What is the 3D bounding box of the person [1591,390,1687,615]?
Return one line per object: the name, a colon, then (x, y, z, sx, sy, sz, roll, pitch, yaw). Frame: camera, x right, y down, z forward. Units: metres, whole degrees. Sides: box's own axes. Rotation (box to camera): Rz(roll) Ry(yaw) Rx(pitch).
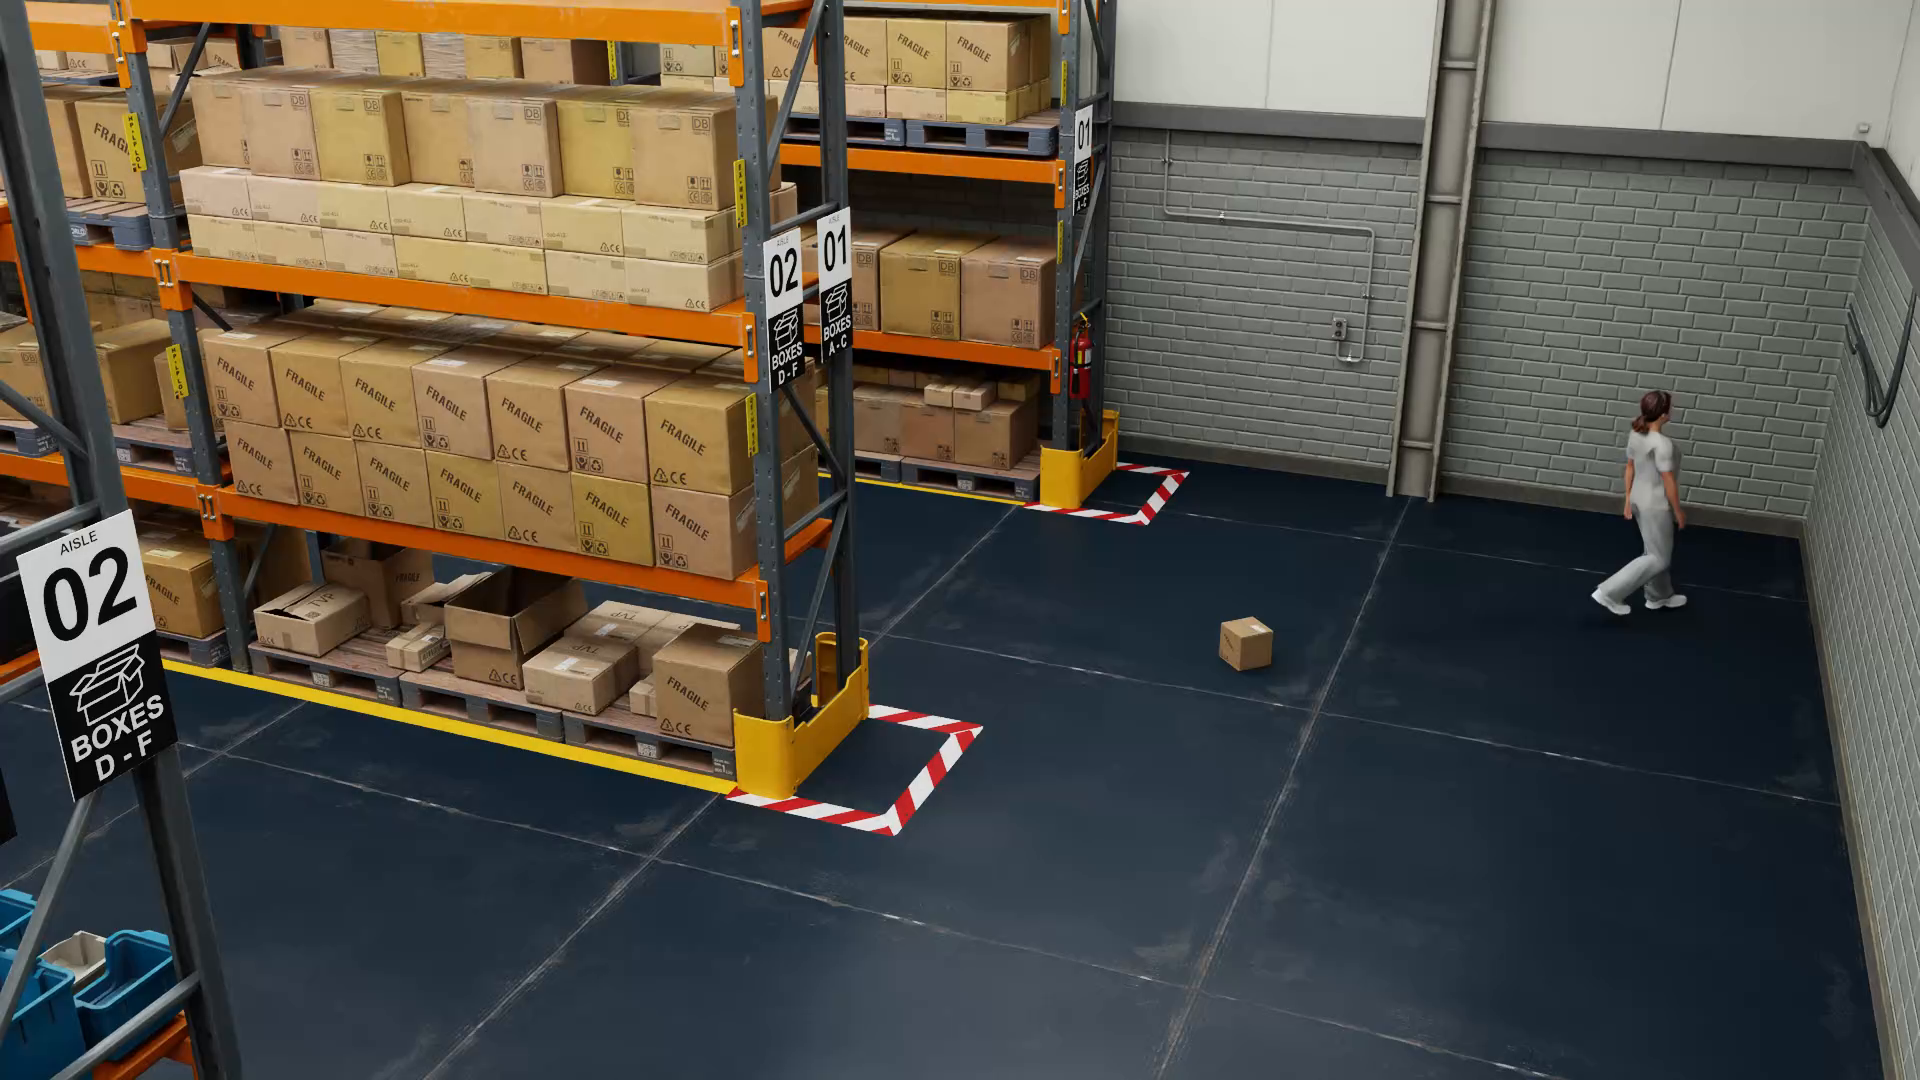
person: (4.799, -0.244, 11.492, 0.835, 1.643, 0.440, -2, 23, -5)
